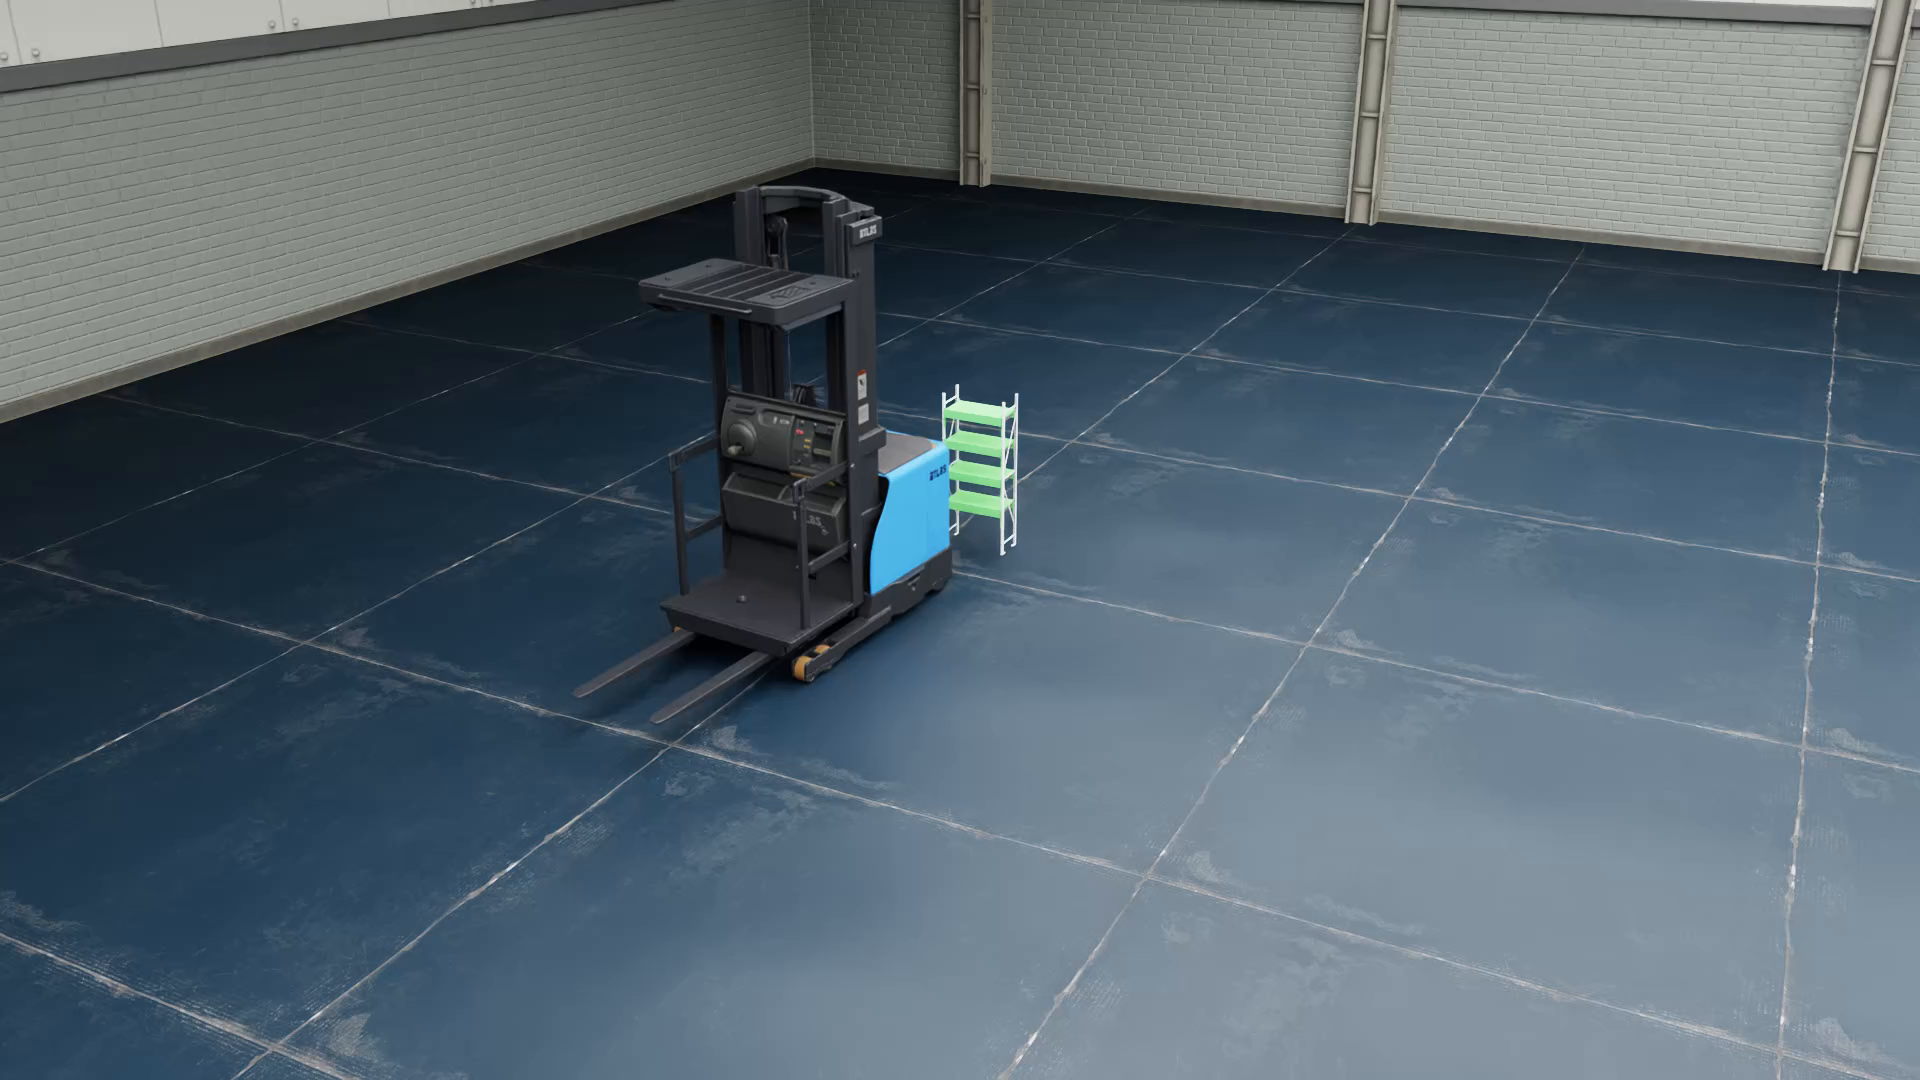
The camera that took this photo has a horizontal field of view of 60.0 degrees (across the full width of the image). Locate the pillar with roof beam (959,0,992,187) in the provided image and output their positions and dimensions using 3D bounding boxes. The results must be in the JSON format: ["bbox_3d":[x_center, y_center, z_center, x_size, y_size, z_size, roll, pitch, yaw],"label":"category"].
[{"bbox_3d":[-1.706,-8.129,20.365,0.400,9.000,9.100,11,25,25],"label":"pillar with roof beam"}]

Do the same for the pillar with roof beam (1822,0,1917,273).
[{"bbox_3d":[9.003,-6.010,15.383,0.400,9.000,9.100,11,25,25],"label":"pillar with roof beam"}]

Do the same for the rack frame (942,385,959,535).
[{"bbox_3d":[-0.070,-0.566,12.548,0.015,1.200,0.240,11,25,25],"label":"rack frame"}]

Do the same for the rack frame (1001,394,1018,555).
[{"bbox_3d":[0.365,-0.480,12.345,0.015,1.200,0.240,11,25,25],"label":"rack frame"}]

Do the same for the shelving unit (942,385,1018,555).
[{"bbox_3d":[0.148,-0.523,12.446,0.503,1.200,0.258,11,25,25],"label":"shelving unit"}]

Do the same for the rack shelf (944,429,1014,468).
[{"bbox_3d":[0.148,-0.685,12.378,0.480,0.148,0.258,11,25,25],"label":"rack shelf"}]

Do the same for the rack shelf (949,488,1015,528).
[{"bbox_3d":[0.148,-0.243,12.565,0.480,0.148,0.258,11,25,25],"label":"rack shelf"}]

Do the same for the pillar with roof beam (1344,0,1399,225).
[{"bbox_3d":[3.648,-7.069,17.874,0.400,9.000,9.100,11,25,25],"label":"pillar with roof beam"}]

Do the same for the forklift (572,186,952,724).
[{"bbox_3d":[-1.260,-0.648,10.528,1.130,2.935,3.031,14,27,29],"label":"forklift"}]

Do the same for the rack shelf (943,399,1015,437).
[{"bbox_3d":[0.148,-0.906,12.284,0.480,0.148,0.258,11,25,25],"label":"rack shelf"}]

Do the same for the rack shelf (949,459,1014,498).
[{"bbox_3d":[0.148,-0.464,12.471,0.480,0.148,0.258,11,25,25],"label":"rack shelf"}]
